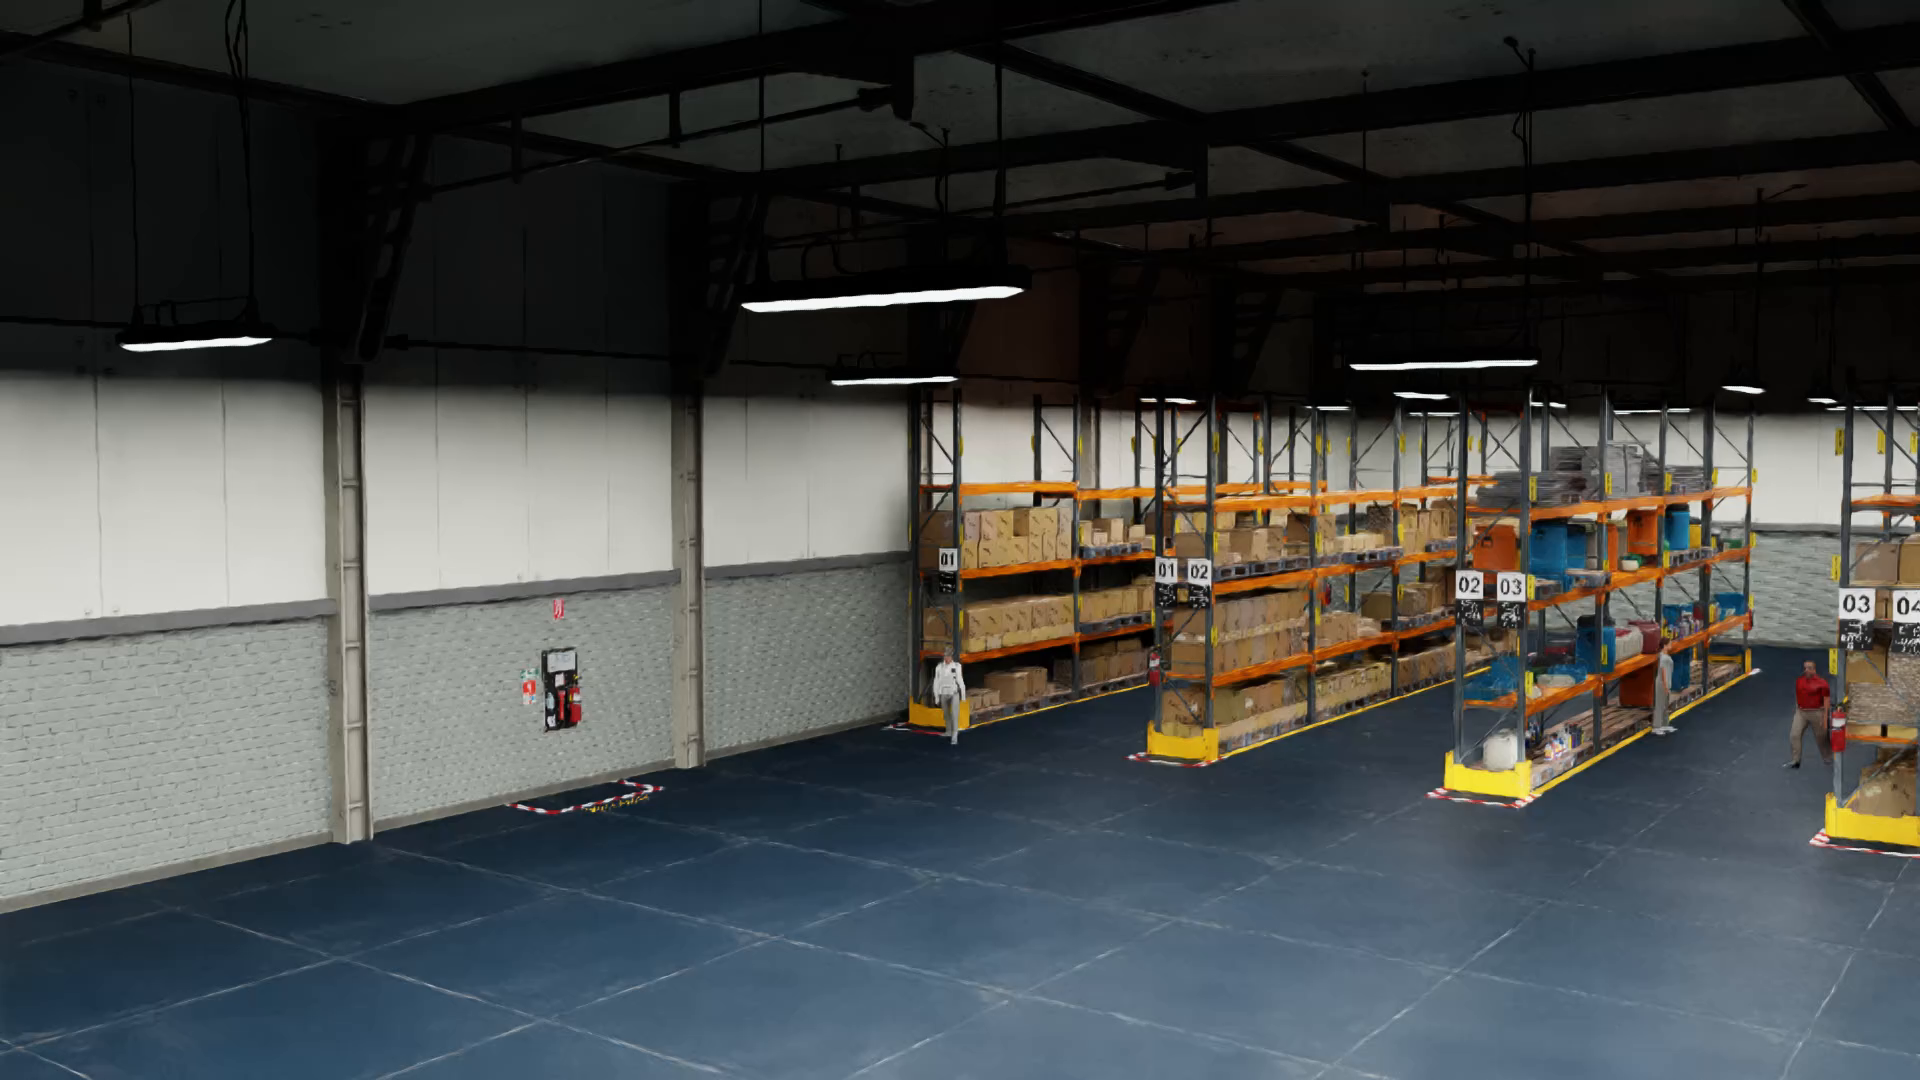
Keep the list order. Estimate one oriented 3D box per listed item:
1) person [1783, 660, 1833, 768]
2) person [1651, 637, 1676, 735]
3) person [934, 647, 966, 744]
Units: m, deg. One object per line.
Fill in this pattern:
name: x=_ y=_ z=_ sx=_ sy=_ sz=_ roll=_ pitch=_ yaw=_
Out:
person: x=13.197 y=2.692 z=25.741 sx=0.942 sy=1.673 sz=0.566 roll=-3 pitch=4 yaw=-38
person: x=12.194 y=2.556 z=28.771 sx=0.384 sy=1.573 sz=0.591 roll=2 pitch=4 yaw=27
person: x=-0.184 y=2.595 z=28.009 sx=0.529 sy=1.625 sz=0.935 roll=1 pitch=3 yaw=13
